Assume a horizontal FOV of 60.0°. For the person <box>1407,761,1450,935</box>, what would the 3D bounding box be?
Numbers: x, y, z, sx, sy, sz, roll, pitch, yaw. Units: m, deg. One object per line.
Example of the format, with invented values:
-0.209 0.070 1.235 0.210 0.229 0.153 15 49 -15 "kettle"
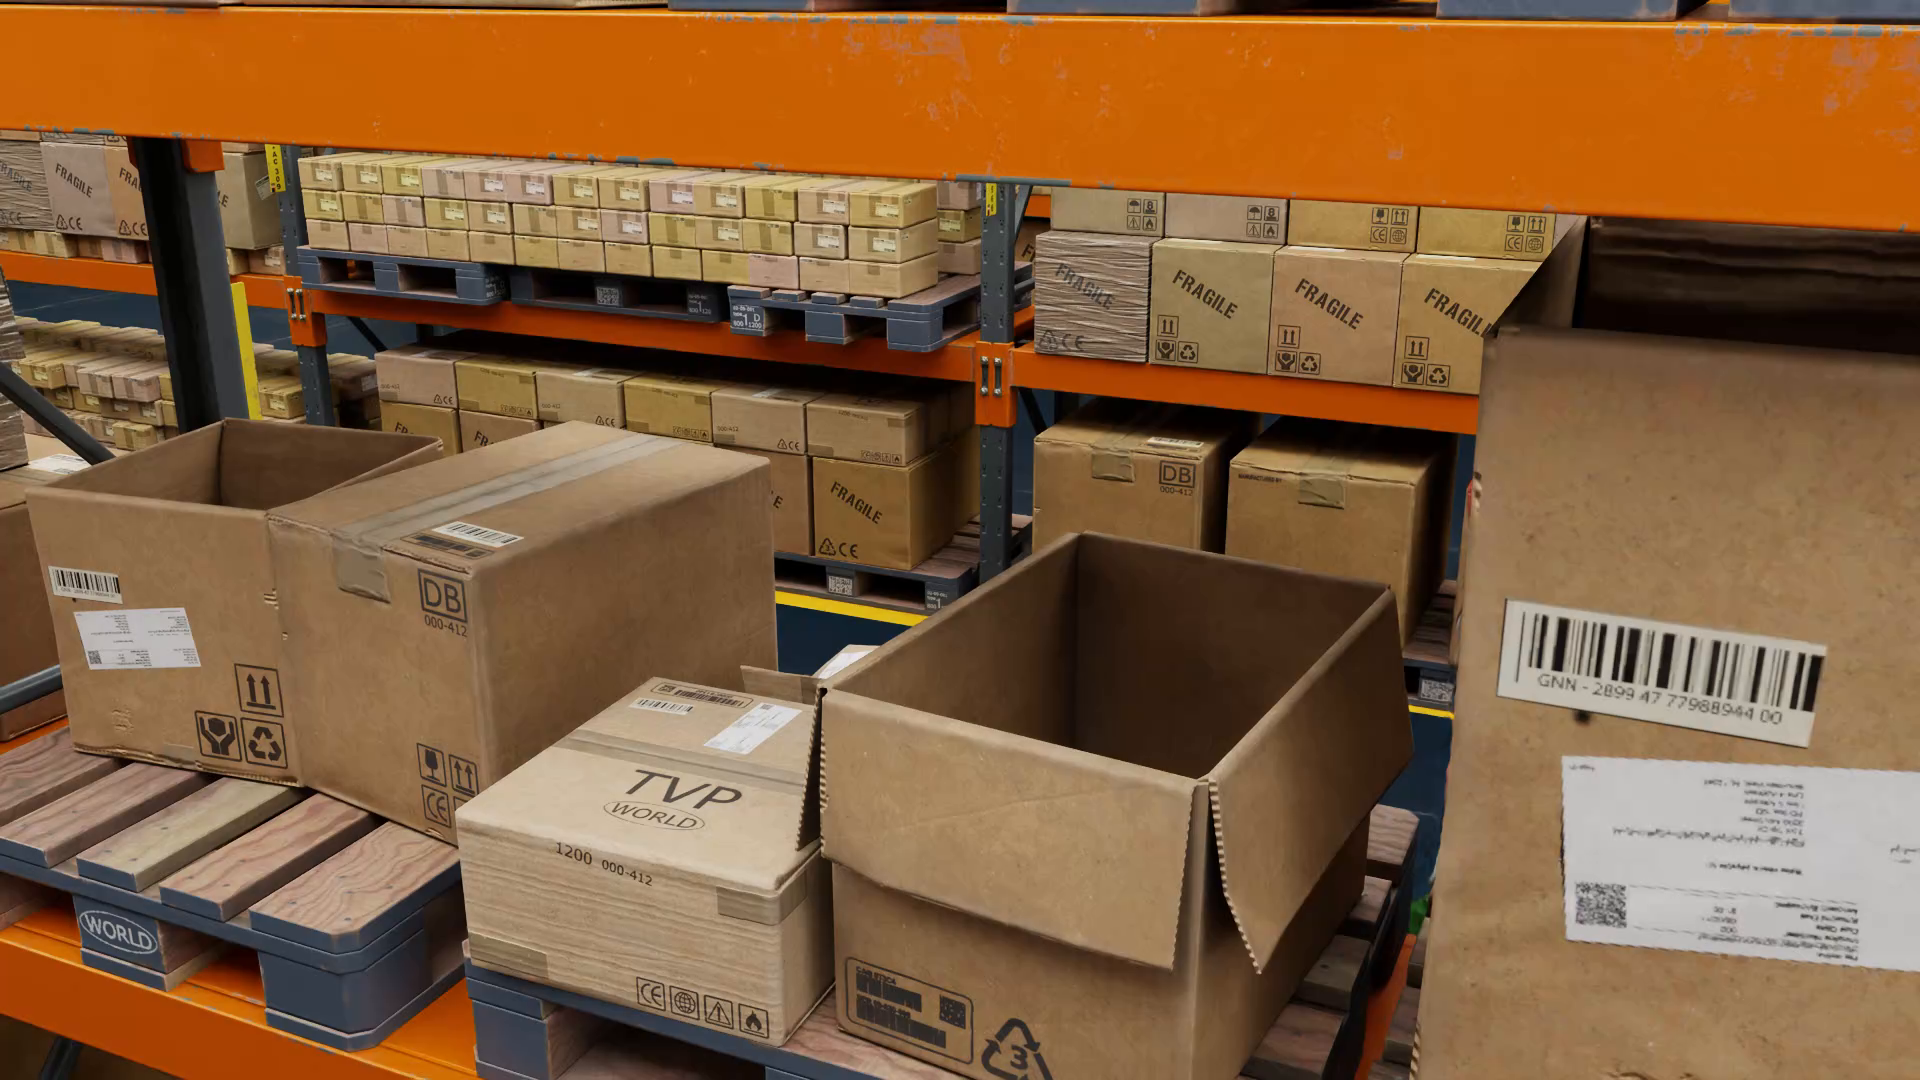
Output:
1.476 0.653 4.118 1.057 1.740 0.583 9 21 25 "person"
